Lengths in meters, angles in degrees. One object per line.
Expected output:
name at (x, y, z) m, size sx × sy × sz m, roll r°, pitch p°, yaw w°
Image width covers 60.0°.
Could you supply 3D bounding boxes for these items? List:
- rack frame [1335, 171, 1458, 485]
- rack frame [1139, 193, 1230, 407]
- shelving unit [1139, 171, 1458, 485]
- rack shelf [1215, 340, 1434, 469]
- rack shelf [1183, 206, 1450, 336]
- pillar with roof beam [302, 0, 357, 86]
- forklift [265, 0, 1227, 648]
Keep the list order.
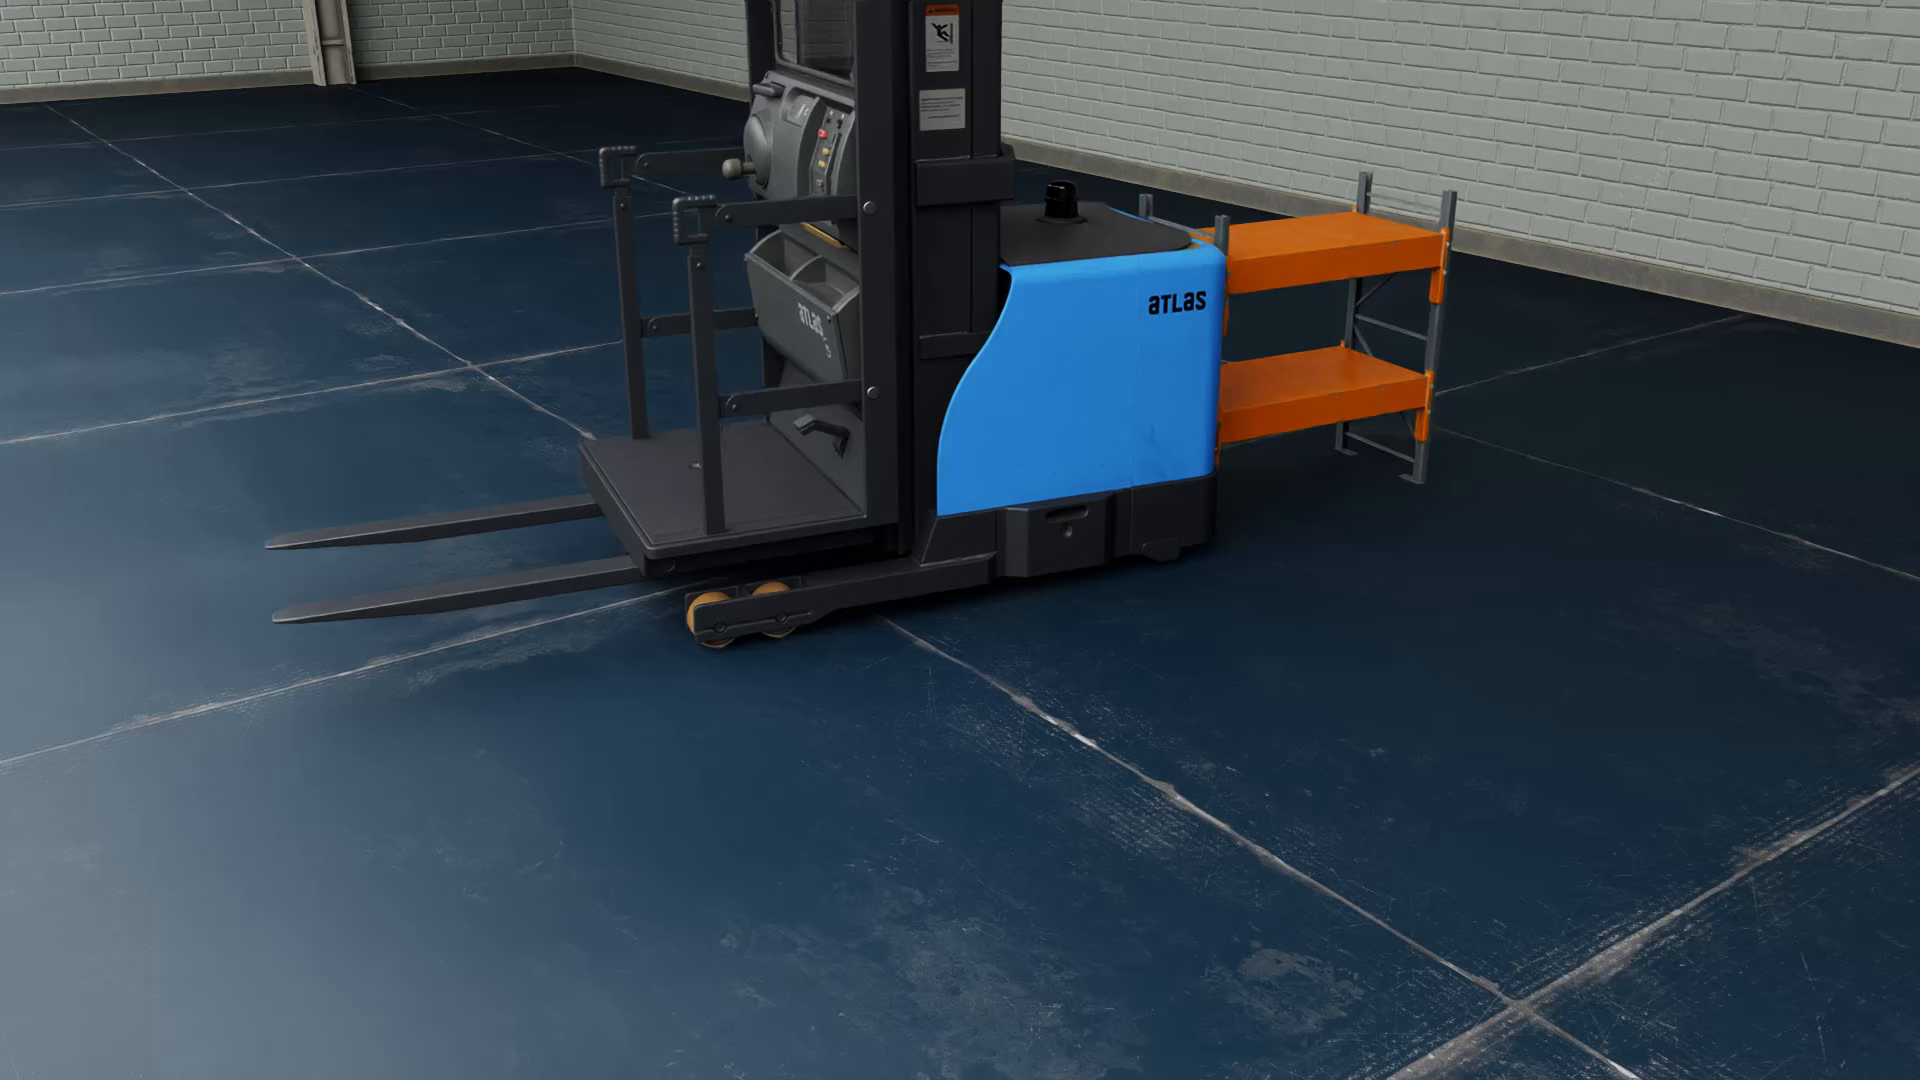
rack frame at (1.673, -0.820, 6.433) m, size 0.032 × 1.125 × 0.500 m, roll -11°, pitch 24°, yaw -26°
rack frame at (0.776, -0.642, 5.988) m, size 0.032 × 1.125 × 0.500 m, roll -11°, pitch 24°, yaw -26°
shelving unit at (1.225, -0.731, 6.211) m, size 1.048 × 1.125 × 0.538 m, roll -11°, pitch 24°, yaw -26°
rack shelf at (1.225, -0.504, 6.302) m, size 1.000 × 0.278 × 0.538 m, roll -11°, pitch 24°, yaw -26°
rack shelf at (1.225, -1.003, 6.102) m, size 1.000 × 0.278 × 0.538 m, roll -11°, pitch 24°, yaw -26°
pillar with roof beam at (-4.587, -8.073, 13.987) m, size 0.400 × 9.000 × 9.100 m, roll -15°, pitch 26°, yaw -33°
forklift at (-0.684, -1.255, 5.087) m, size 3.031 × 2.935 × 1.130 m, roll -9°, pitch 23°, yaw -21°
